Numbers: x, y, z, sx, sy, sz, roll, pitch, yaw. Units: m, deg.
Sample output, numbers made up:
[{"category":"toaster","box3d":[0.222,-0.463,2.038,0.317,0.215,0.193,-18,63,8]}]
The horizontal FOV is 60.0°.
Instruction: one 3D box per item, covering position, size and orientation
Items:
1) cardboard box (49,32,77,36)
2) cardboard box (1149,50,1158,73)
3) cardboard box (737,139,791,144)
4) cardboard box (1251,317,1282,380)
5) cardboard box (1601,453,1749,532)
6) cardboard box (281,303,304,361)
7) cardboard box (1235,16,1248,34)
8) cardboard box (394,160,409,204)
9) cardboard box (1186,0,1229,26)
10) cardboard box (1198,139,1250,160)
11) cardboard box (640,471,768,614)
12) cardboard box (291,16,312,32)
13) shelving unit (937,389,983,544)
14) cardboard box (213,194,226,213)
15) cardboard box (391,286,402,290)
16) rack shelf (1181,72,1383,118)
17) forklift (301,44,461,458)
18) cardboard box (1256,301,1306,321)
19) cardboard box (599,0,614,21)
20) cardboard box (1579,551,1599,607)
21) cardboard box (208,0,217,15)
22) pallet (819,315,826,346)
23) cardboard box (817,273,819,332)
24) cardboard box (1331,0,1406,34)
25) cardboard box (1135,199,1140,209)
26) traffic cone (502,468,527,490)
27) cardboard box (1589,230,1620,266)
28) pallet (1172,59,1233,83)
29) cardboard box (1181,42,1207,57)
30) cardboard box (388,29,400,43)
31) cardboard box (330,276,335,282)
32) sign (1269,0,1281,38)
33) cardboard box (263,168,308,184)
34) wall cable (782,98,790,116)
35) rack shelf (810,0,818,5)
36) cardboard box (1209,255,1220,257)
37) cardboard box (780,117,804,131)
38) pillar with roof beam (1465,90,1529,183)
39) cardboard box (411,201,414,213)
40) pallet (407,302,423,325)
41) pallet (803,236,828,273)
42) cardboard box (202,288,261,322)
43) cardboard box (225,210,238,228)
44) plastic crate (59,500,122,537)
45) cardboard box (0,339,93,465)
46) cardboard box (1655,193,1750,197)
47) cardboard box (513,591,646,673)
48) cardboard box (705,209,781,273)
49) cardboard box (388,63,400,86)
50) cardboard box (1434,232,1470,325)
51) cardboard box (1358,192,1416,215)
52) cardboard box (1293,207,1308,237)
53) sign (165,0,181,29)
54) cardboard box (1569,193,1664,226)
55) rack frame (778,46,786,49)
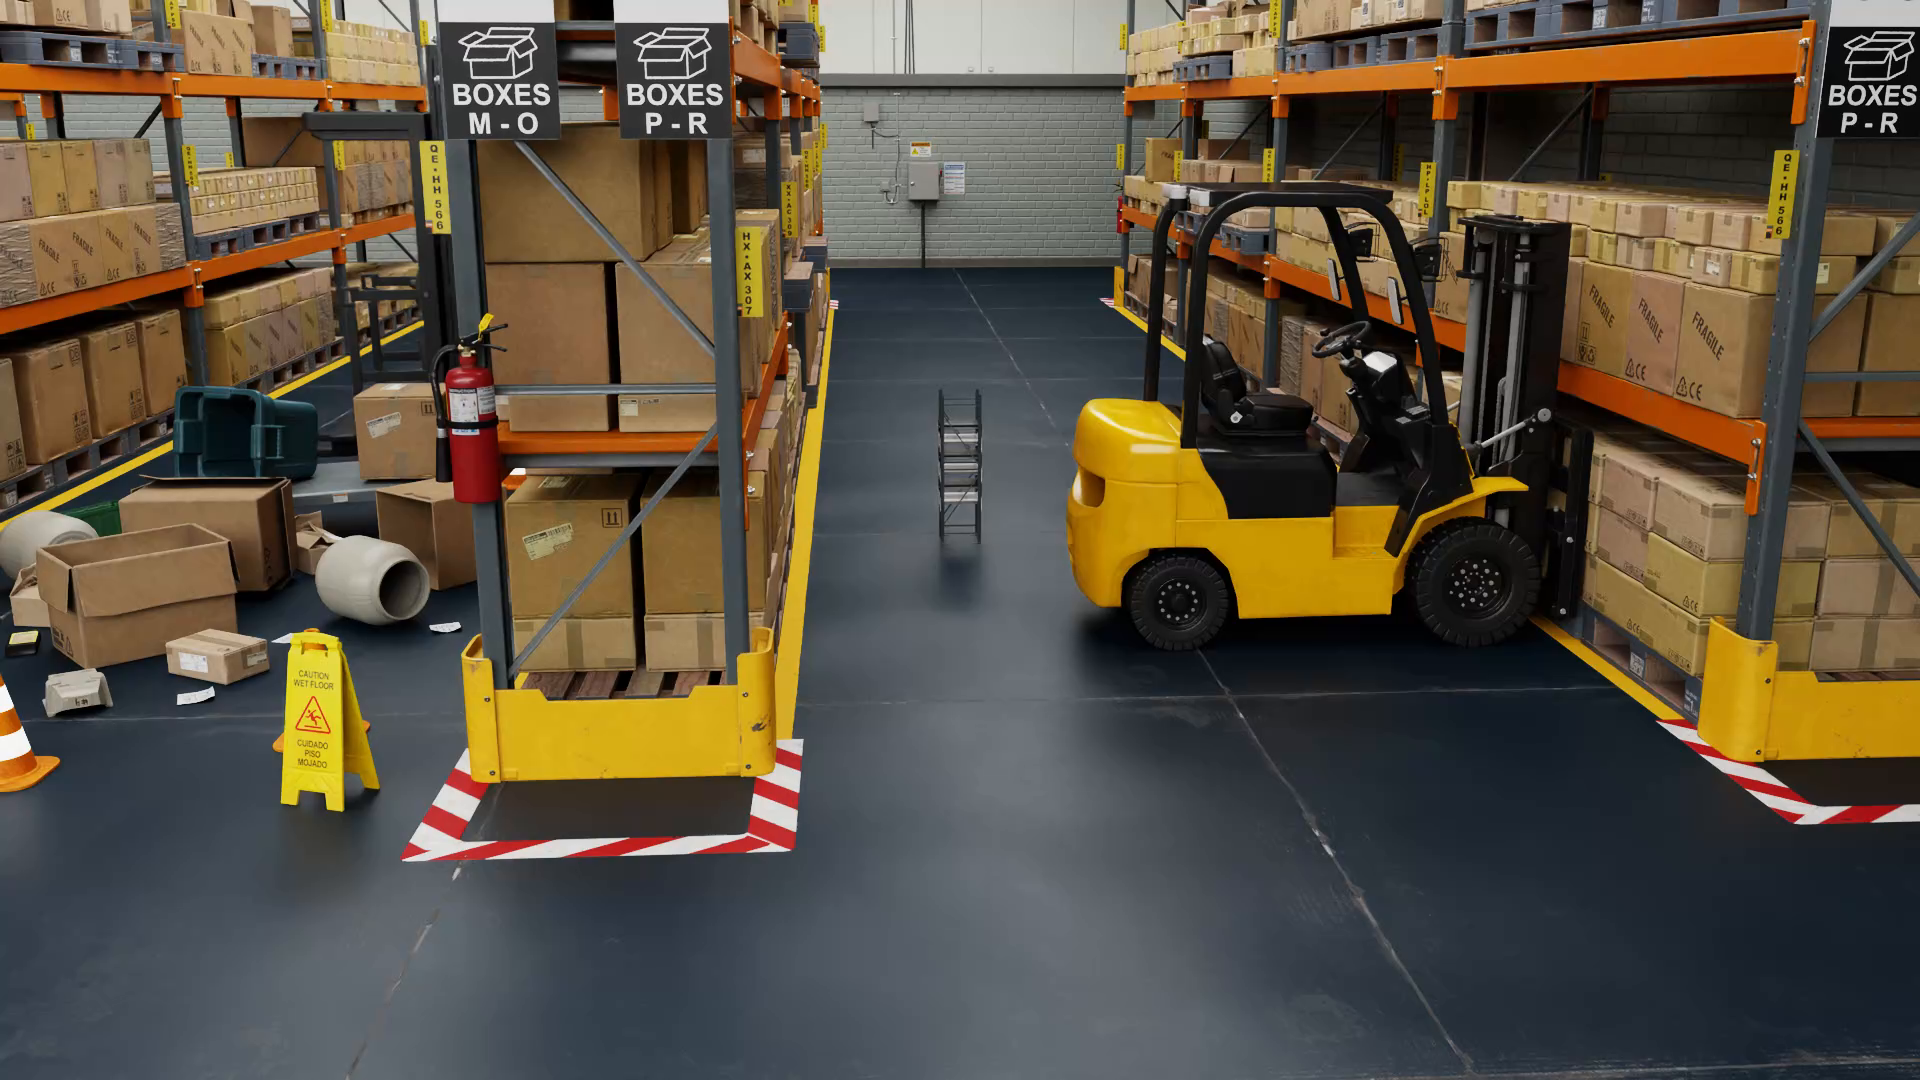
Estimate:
[{"category":"cardboard box","box3d":[-6.920,-3.917,12.344,0.500,0.311,0.500,-1,14,-3]},{"category":"cardboard box","box3d":[2.529,-5.635,19.592,0.500,0.250,0.500,-1,14,-4]},{"category":"cardboard box","box3d":[-1.428,-2.848,12.132,0.380,0.149,0.250,-2,15,-6]},{"category":"cardboard box","box3d":[2.903,-1.712,14.836,0.500,0.500,0.500,0,14,-2]},{"category":"cardboard box","box3d":[3.262,-0.221,7.533,0.500,0.250,0.500,-1,14,-2]},{"category":"cardboard box","box3d":[-6.637,-1.991,15.918,0.500,0.500,0.500,-1,14,-5]},{"category":"cardboard box","box3d":[2.746,-4.739,15.308,0.380,0.149,0.250,-1,14,-3]},{"category":"cardboard box","box3d":[-6.888,-4.259,19.761,0.500,0.500,0.500,-1,14,-3]},{"category":"cardboard box","box3d":[2.566,-5.460,17.239,0.396,0.266,0.258,-1,14,-4]},{"category":"cardboard box","box3d":[3.069,-4.422,19.391,0.500,0.500,0.500,-1,14,-5]},{"category":"cardboard box","box3d":[-1.091,0.004,7.163,0.500,0.500,0.500,-1,14,-5]},{"category":"cardboard box","box3d":[-6.769,-5.325,17.180,0.380,0.149,0.250,-1,14,-4]},{"category":"shelving unit","box3d":[0.000,-0.438,9.922,0.258,0.900,0.210,-1,14,-3]},{"category":"cardboard box","box3d":[-6.613,-2.922,14.426,0.380,0.149,0.250,-1,14,-5]},{"category":"cardboard box","box3d":[-6.847,-2.946,19.739,0.380,0.149,0.250,0,14,-1]},{"category":"rack shelf","box3d":[3.019,-4.219,15.830,1.077,0.370,4.000,-1,14,-3]},{"category":"forklift","box3d":[-3.937,-1.932,11.653,3.031,2.935,1.130,-3,15,-11]},{"category":"cardboard box","box3d":[2.860,-2.044,14.821,0.380,0.149,0.250,-2,15,-6]},{"category":"cardboard box","box3d":[-1.596,-2.158,6.879,0.380,0.149,0.250,-1,14,-3]},{"category":"cardboard box","box3d":[3.251,0.140,8.139,0.500,0.250,0.500,-1,14,-3]},{"category":"cardboard box","box3d":[-6.582,-4.606,14.153,0.396,0.266,0.258,-1,14,-3]},{"category":"pallet","box3d":[-2.028,-2.375,18.833,1.003,0.211,1.213,-1,14,-3]},{"category":"cardboard box","box3d":[-1.940,-2.556,17.364,0.875,0.875,0.875,0,14,-2]},{"category":"cardboard box","box3d":[3.008,-3.934,12.031,0.500,0.500,0.500,-1,14,-2]},{"category":"cardboard box","box3d":[2.456,-4.337,21.368,0.380,0.149,0.250,-1,14,-2]},{"category":"traffic cone","box3d":[-3.037,-0.604,11.444,0.336,0.463,0.334,-1,14,-3]},{"category":"cardboard box","box3d":[3.234,-1.391,7.912,0.380,0.149,0.250,-1,14,-3]},{"category":"pallet","box3d":[2.866,-4.811,17.062,1.213,0.211,1.003,-1,14,-3]},{"category":"cardboard box","box3d":[2.517,-5.115,17.327,0.380,0.149,0.250,-1,14,-3]},{"category":"cardboard box","box3d":[-6.868,-5.975,19.706,0.380,0.149,0.250,-1,14,-3]},{"category":"cardboard box","box3d":[-7.429,-2.952,19.165,0.380,0.149,0.250,-1,14,-5]},{"category":"sign","box3d":[2.602,-4.313,13.712,0.100,0.325,0.005,-1,14,-3]},{"category":"cardboard box","box3d":[-6.756,-3.640,16.620,0.380,0.149,0.250,-1,14,-5]},{"category":"wall cable","box3d":[-2.679,-6.439,26.931,0.585,1.953,0.123,-1,14,-3]},{"category":"rack shelf","box3d":[-2.182,-6.396,19.071,1.077,0.370,4.000,-1,14,-3]},{"category":"cardboard box","box3d":[2.713,-2.971,17.829,0.380,0.149,0.250,-1,14,-4]},{"category":"cardboard box","box3d":[-1.819,-4.464,17.849,0.380,0.149,0.250,-1,14,-4]},{"category":"pillar with roof beam","box3d":[-0.173,-5.146,11.969,9.100,9.000,0.400,-1,14,-3]},{"category":"cardboard box","box3d":[-6.930,-4.105,20.467,0.380,0.149,0.250,-1,14,-4]},{"category":"pallet","box3d":[-7.221,-2.856,20.704,1.003,0.211,1.213,-1,14,-3]},{"category":"pallet","box3d":[-1.660,-2.272,13.221,1.213,0.211,1.003,-1,14,-3]},{"category":"cardboard box","box3d":[-6.578,-2.096,14.822,0.500,0.250,0.500,-1,14,-4]},{"category":"cardboard box","box3d":[-6.623,-2.836,14.689,0.380,0.149,0.250,0,14,-1]},{"category":"plastic crate","box3d":[-5.179,-0.087,9.872,0.450,0.188,0.662,-4,11,28]},{"category":"cardboard box","box3d":[-6.681,-0.951,11.374,1.050,0.750,0.750,-1,14,-3]},{"category":"cardboard box","box3d":[3.744,-1.672,8.407,0.380,0.149,0.250,0,14,-2]},{"category":"cardboard box","box3d":[-1.635,0.375,7.225,0.500,0.250,0.500,-1,14,-4]},{"category":"cardboard box","box3d":[-1.287,-1.631,9.549,0.500,0.500,0.500,-1,14,-5]},{"category":"cardboard box","box3d":[-6.892,-5.449,19.466,0.500,0.250,0.500,0,14,-1]},{"category":"cardboard box","box3d":[3.158,-1.557,9.857,0.500,0.500,0.500,-1,14,-5]},{"category":"cardboard box","box3d":[3.040,-2.384,11.771,0.380,0.149,0.250,-1,14,-3]},{"category":"cardboard box","box3d":[2.957,-2.549,13.210,0.500,0.250,0.500,0,14,-2]},{"category":"sign","box3d":[-6.190,-4.187,13.062,0.100,0.325,0.005,-1,14,-3]},{"category":"cardboard box","box3d":[3.307,-1.665,8.378,0.380,0.149,0.250,-1,14,-3]},{"category":"rack frame","box3d":[-1.811,-5.446,13.132,1.000,3.000,0.127,-1,14,-3]}]
